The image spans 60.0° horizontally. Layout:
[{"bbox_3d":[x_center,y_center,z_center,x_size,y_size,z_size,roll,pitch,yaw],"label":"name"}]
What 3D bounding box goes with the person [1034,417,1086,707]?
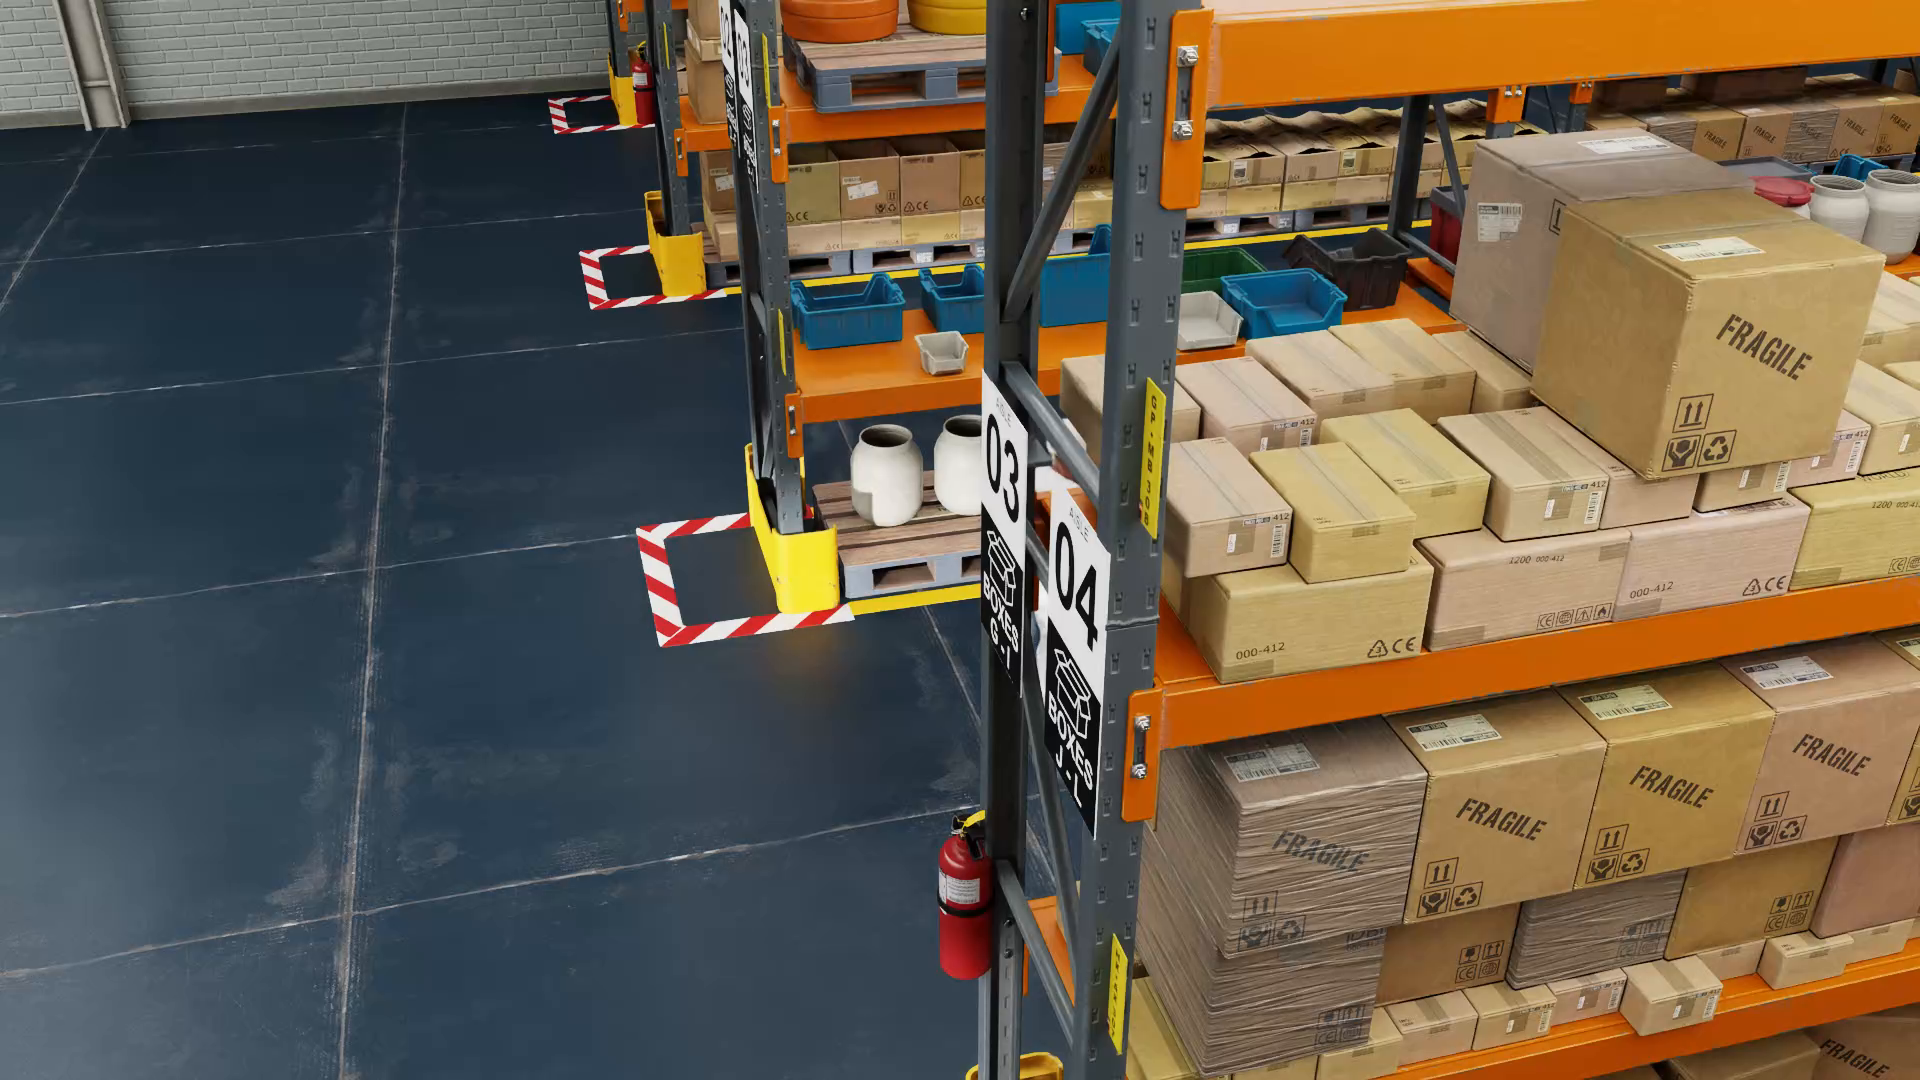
[{"bbox_3d":[0.568,0.209,7.859,0.575,1.761,0.505,-8,31,-14],"label":"person"}]
